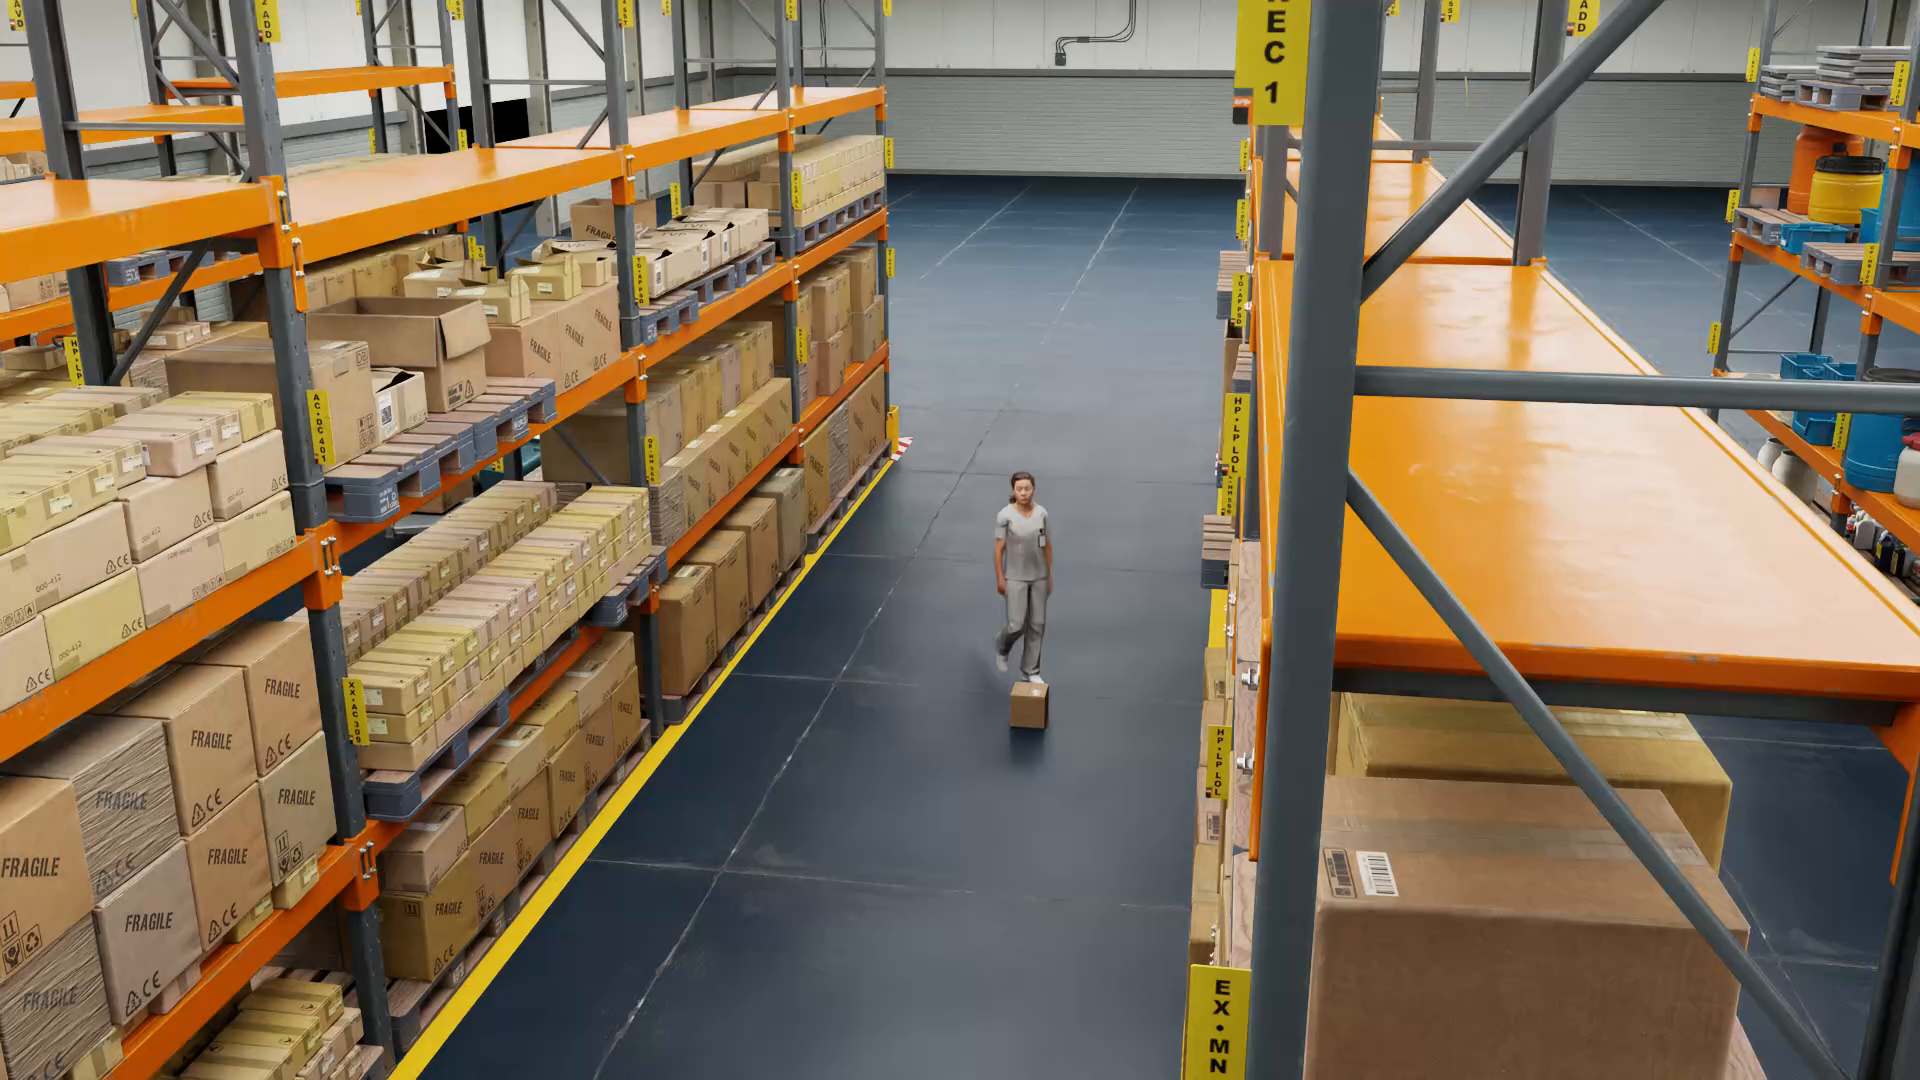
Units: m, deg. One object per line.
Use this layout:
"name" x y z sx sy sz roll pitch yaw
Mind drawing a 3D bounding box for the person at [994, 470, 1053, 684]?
"person" 0.481 0.288 12.572 0.452 1.660 0.501 -7 19 -21
